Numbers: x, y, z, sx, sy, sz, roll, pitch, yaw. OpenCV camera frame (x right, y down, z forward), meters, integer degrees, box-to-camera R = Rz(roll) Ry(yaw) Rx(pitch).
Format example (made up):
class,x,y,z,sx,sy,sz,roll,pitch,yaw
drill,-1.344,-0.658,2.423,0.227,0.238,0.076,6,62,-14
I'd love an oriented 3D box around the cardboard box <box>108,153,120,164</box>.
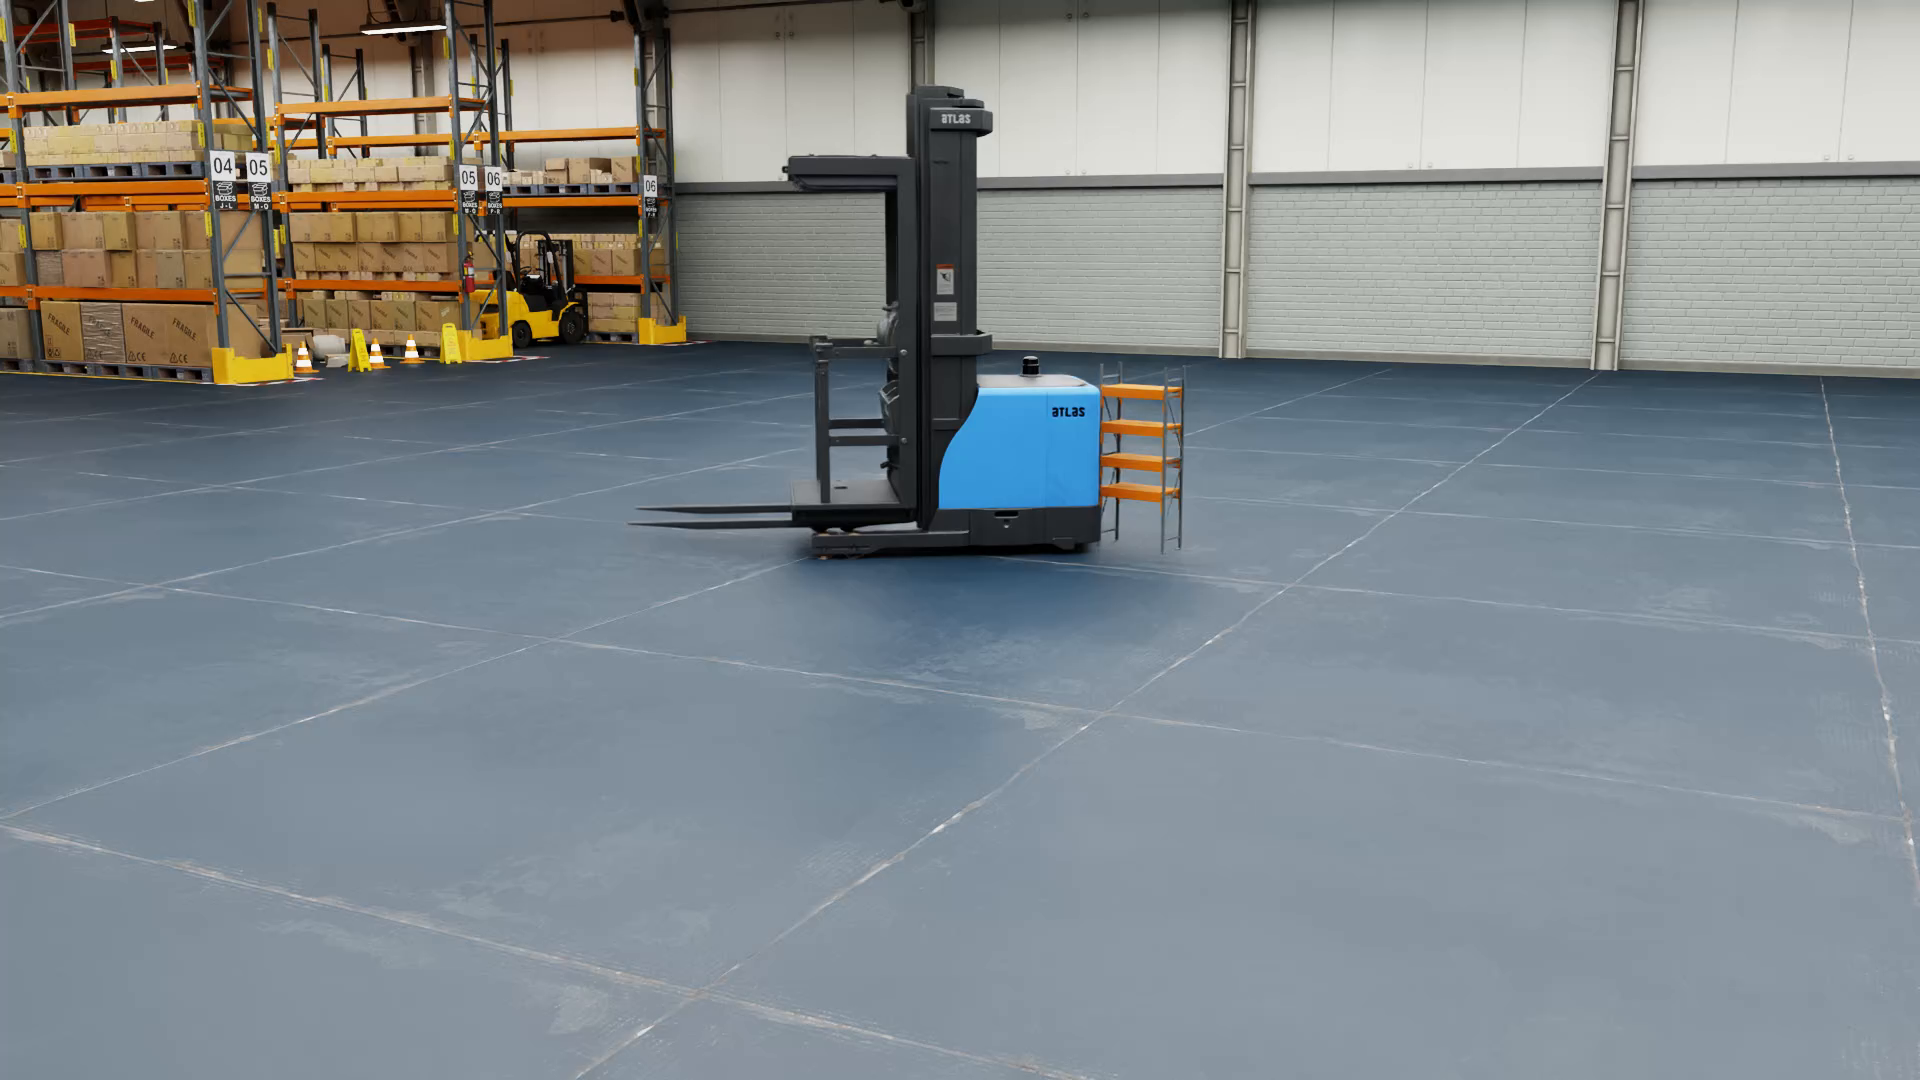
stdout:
class,x,y,z,sx,sy,sz,roll,pitch,yaw
cardboard box,-11.966,-5.468,23.842,0.250,0.149,0.380,5,11,27

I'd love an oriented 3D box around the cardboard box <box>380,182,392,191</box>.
class,x,y,z,sx,sy,sz,roll,pitch,yaw
cardboard box,-9.631,-6.007,28.280,0.250,0.149,0.380,5,11,24

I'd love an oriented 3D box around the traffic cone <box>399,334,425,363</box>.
class,x,y,z,sx,sy,sz,roll,pitch,yaw
traffic cone,-9.008,-3.145,27.309,0.334,0.463,0.336,5,11,26

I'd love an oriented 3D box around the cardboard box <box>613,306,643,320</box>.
class,x,y,z,sx,sy,sz,roll,pitch,yaw
cardboard box,-6.433,-4.447,32.515,0.500,0.250,0.500,5,11,25

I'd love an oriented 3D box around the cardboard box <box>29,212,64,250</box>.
class,x,y,z,sx,sy,sz,roll,pitch,yaw
cardboard box,-13.422,-4.653,25.063,0.550,0.550,0.875,5,11,26

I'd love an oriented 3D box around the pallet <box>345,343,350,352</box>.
class,x,y,z,sx,sy,sz,roll,pitch,yaw
pallet,-11.020,-3.461,29.763,1.213,0.211,1.003,5,11,26

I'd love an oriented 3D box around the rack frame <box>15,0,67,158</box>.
class,x,y,z,sx,sy,sz,roll,pitch,yaw
rack frame,-13.739,-7.034,24.827,0.053,2.616,0.949,5,11,26

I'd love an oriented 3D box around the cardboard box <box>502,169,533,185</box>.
class,x,y,z,sx,sy,sz,roll,pitch,yaw
cardboard box,-8.807,-7.257,33.275,0.500,0.311,0.500,5,12,27

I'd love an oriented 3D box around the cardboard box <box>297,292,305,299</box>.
class,x,y,z,sx,sy,sz,roll,pitch,yaw
cardboard box,-14.279,-5.356,36.419,0.250,0.149,0.380,5,12,27

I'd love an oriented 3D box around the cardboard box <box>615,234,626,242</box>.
class,x,y,z,sx,sy,sz,roll,pitch,yaw
cardboard box,-6.508,-5.883,32.373,0.250,0.149,0.380,5,11,26

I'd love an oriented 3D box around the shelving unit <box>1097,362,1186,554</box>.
class,x,y,z,sx,sy,sz,roll,pitch,yaw
shelving unit,1.182,-0.543,10.861,0.503,1.200,0.258,8,13,37

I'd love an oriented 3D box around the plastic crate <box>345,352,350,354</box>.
class,x,y,z,sx,sy,sz,roll,pitch,yaw
plastic crate,-10.593,-3.190,28.629,0.583,0.080,0.402,1,10,6

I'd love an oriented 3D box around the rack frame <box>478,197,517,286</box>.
class,x,y,z,sx,sy,sz,roll,pitch,yaw
rack frame,-9.445,-5.674,34.158,0.127,3.000,1.000,5,11,26

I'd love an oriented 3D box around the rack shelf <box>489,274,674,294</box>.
class,x,y,z,sx,sy,sz,roll,pitch,yaw
rack shelf,-7.652,-5.162,33.351,4.000,0.370,1.077,5,11,26

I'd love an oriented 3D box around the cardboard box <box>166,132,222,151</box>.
class,x,y,z,sx,sy,sz,roll,pitch,yaw
cardboard box,-10.713,-5.566,23.262,0.500,0.250,0.500,5,11,27

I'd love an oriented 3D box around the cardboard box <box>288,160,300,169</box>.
class,x,y,z,sx,sy,sz,roll,pitch,yaw
cardboard box,-11.500,-6.549,29.035,0.250,0.149,0.380,5,11,25

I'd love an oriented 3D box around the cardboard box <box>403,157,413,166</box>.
class,x,y,z,sx,sy,sz,roll,pitch,yaw
cardboard box,-9.141,-6.362,28.002,0.250,0.149,0.380,5,11,26

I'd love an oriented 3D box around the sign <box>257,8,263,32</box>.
class,x,y,z,sx,sy,sz,roll,pitch,yaw
sign,-9.900,-7.345,23.478,0.005,0.325,0.100,5,11,26

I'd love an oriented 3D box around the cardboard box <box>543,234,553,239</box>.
class,x,y,z,sx,sy,sz,roll,pitch,yaw
cardboard box,-8.100,-6.027,33.173,0.250,0.149,0.380,5,11,26

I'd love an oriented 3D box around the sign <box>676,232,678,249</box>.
class,x,y,z,sx,sy,sz,roll,pitch,yaw
sign,-5.607,-5.912,32.819,0.005,0.325,0.100,5,11,26

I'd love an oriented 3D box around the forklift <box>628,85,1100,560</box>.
class,x,y,z,sx,sy,sz,roll,pitch,yaw
forklift,-0.643,-1.416,10.825,3.031,2.935,1.130,-1,10,-6

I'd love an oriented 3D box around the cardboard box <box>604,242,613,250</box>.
class,x,y,z,sx,sy,sz,roll,pitch,yaw
cardboard box,-6.741,-5.755,32.505,0.250,0.149,0.380,5,12,27

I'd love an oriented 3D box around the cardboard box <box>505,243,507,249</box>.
class,x,y,z,sx,sy,sz,roll,pitch,yaw
cardboard box,-9.043,-5.955,33.609,0.250,0.149,0.380,5,12,27

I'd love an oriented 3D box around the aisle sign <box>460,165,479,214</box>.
class,x,y,z,sx,sy,sz,roll,pitch,yaw
aisle sign,-8.124,-5.794,27.520,0.004,0.787,0.394,5,11,26

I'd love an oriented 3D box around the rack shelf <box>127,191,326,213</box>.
class,x,y,z,sx,sy,sz,roll,pitch,yaw
rack shelf,-13.432,-6.161,30.444,4.000,0.370,1.077,5,11,26

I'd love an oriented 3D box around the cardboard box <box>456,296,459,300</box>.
class,x,y,z,sx,sy,sz,roll,pitch,yaw
cardboard box,-9.918,-4.751,34.549,0.625,0.625,0.875,6,12,28

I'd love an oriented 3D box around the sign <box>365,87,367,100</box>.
class,x,y,z,sx,sy,sz,roll,pitch,yaw
sign,-12.790,-9.568,35.759,0.005,0.325,0.100,5,11,26

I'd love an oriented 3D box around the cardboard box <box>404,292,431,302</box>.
class,x,y,z,sx,sy,sz,roll,pitch,yaw
cardboard box,-9.244,-4.147,28.337,0.250,0.149,0.380,5,12,27

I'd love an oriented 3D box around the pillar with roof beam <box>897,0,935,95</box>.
class,x,y,z,sx,sy,sz,roll,pitch,yaw
pillar with roof beam,-2.608,-7.349,26.569,0.548,9.000,9.100,5,11,26

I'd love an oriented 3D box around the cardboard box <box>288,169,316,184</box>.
class,x,y,z,sx,sy,sz,roll,pitch,yaw
cardboard box,-11.365,-6.351,29.063,0.500,0.250,0.500,5,11,25

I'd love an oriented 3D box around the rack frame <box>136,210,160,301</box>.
class,x,y,z,sx,sy,sz,roll,pitch,yaw
rack frame,-15.224,-5.197,31.521,0.053,2.616,0.949,5,11,26

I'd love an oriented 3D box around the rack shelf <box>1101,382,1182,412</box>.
class,x,y,z,sx,sy,sz,roll,pitch,yaw
rack shelf,1.182,-0.930,10.791,0.480,0.148,0.258,8,13,37

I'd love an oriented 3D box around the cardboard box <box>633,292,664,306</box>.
class,x,y,z,sx,sy,sz,roll,pitch,yaw
cardboard box,-6.206,-4.772,32.911,0.500,0.250,0.500,5,11,25

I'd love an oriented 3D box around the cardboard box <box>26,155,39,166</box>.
class,x,y,z,sx,sy,sz,roll,pitch,yaw
cardboard box,-13.562,-5.608,24.614,0.250,0.149,0.380,5,11,25

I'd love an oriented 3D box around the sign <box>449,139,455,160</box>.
class,x,y,z,sx,sy,sz,roll,pitch,yaw
sign,-8.315,-6.390,27.207,0.005,0.325,0.100,5,11,26

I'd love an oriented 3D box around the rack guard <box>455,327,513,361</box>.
class,x,y,z,sx,sy,sz,roll,pitch,yaw
rack guard,-8.119,-3.342,28.290,0.348,0.500,1.175,5,11,26

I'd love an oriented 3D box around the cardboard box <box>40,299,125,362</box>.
class,x,y,z,sx,sy,sz,roll,pitch,yaw
cardboard box,-13.205,-3.183,25.180,0.875,0.875,0.875,5,11,27

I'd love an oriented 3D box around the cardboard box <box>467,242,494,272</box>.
class,x,y,z,sx,sy,sz,roll,pitch,yaw
cardboard box,-8.353,-4.843,28.450,0.500,0.500,0.500,5,11,25

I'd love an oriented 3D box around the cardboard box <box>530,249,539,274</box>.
class,x,y,z,sx,sy,sz,roll,pitch,yaw
cardboard box,-8.234,-5.568,33.294,0.500,0.500,0.500,5,11,25

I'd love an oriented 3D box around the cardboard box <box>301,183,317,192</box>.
class,x,y,z,sx,sy,sz,roll,pitch,yaw
cardboard box,-11.258,-6.140,29.014,0.250,0.149,0.380,5,11,26

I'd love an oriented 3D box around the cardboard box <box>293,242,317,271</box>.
class,x,y,z,sx,sy,sz,roll,pitch,yaw
cardboard box,-11.367,-4.997,29.303,0.500,0.500,0.500,5,11,26

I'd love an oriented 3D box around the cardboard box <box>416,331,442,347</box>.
class,x,y,z,sx,sy,sz,roll,pitch,yaw
cardboard box,-8.917,-3.442,28.367,0.500,0.250,0.500,5,11,26

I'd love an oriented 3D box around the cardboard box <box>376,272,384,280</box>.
class,x,y,z,sx,sy,sz,roll,pitch,yaw
cardboard box,-9.843,-4.561,28.714,0.250,0.149,0.380,5,11,26

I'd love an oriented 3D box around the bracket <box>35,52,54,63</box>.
class,x,y,z,sx,sy,sz,roll,pitch,yaw
bracket,-22.011,-11.610,40.003,0.430,0.232,0.235,5,11,26

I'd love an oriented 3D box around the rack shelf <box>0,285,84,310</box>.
class,x,y,z,sx,sy,sz,roll,pitch,yaw
rack shelf,-15.531,-3.886,26.299,4.000,0.370,1.077,5,11,26

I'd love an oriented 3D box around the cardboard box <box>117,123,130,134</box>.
class,x,y,z,sx,sy,sz,roll,pitch,yaw
cardboard box,-11.743,-5.840,23.661,0.250,0.149,0.380,5,11,25

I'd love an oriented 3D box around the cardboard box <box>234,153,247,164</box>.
class,x,y,z,sx,sy,sz,roll,pitch,yaw
cardboard box,-10.316,-5.454,23.764,0.250,0.149,0.380,5,11,26

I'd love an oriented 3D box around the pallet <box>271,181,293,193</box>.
class,x,y,z,sx,sy,sz,roll,pitch,yaw
pallet,-12.145,-6.330,29.888,1.003,0.211,1.213,5,11,26

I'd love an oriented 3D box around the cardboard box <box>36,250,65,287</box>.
class,x,y,z,sx,sy,sz,roll,pitch,yaw
cardboard box,-13.402,-4.129,25.200,0.550,0.550,0.875,5,11,26

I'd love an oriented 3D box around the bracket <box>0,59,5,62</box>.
class,x,y,z,sx,sy,sz,roll,pitch,yaw
bracket,-25.261,-11.895,41.581,5.218,0.066,0.076,5,11,26
